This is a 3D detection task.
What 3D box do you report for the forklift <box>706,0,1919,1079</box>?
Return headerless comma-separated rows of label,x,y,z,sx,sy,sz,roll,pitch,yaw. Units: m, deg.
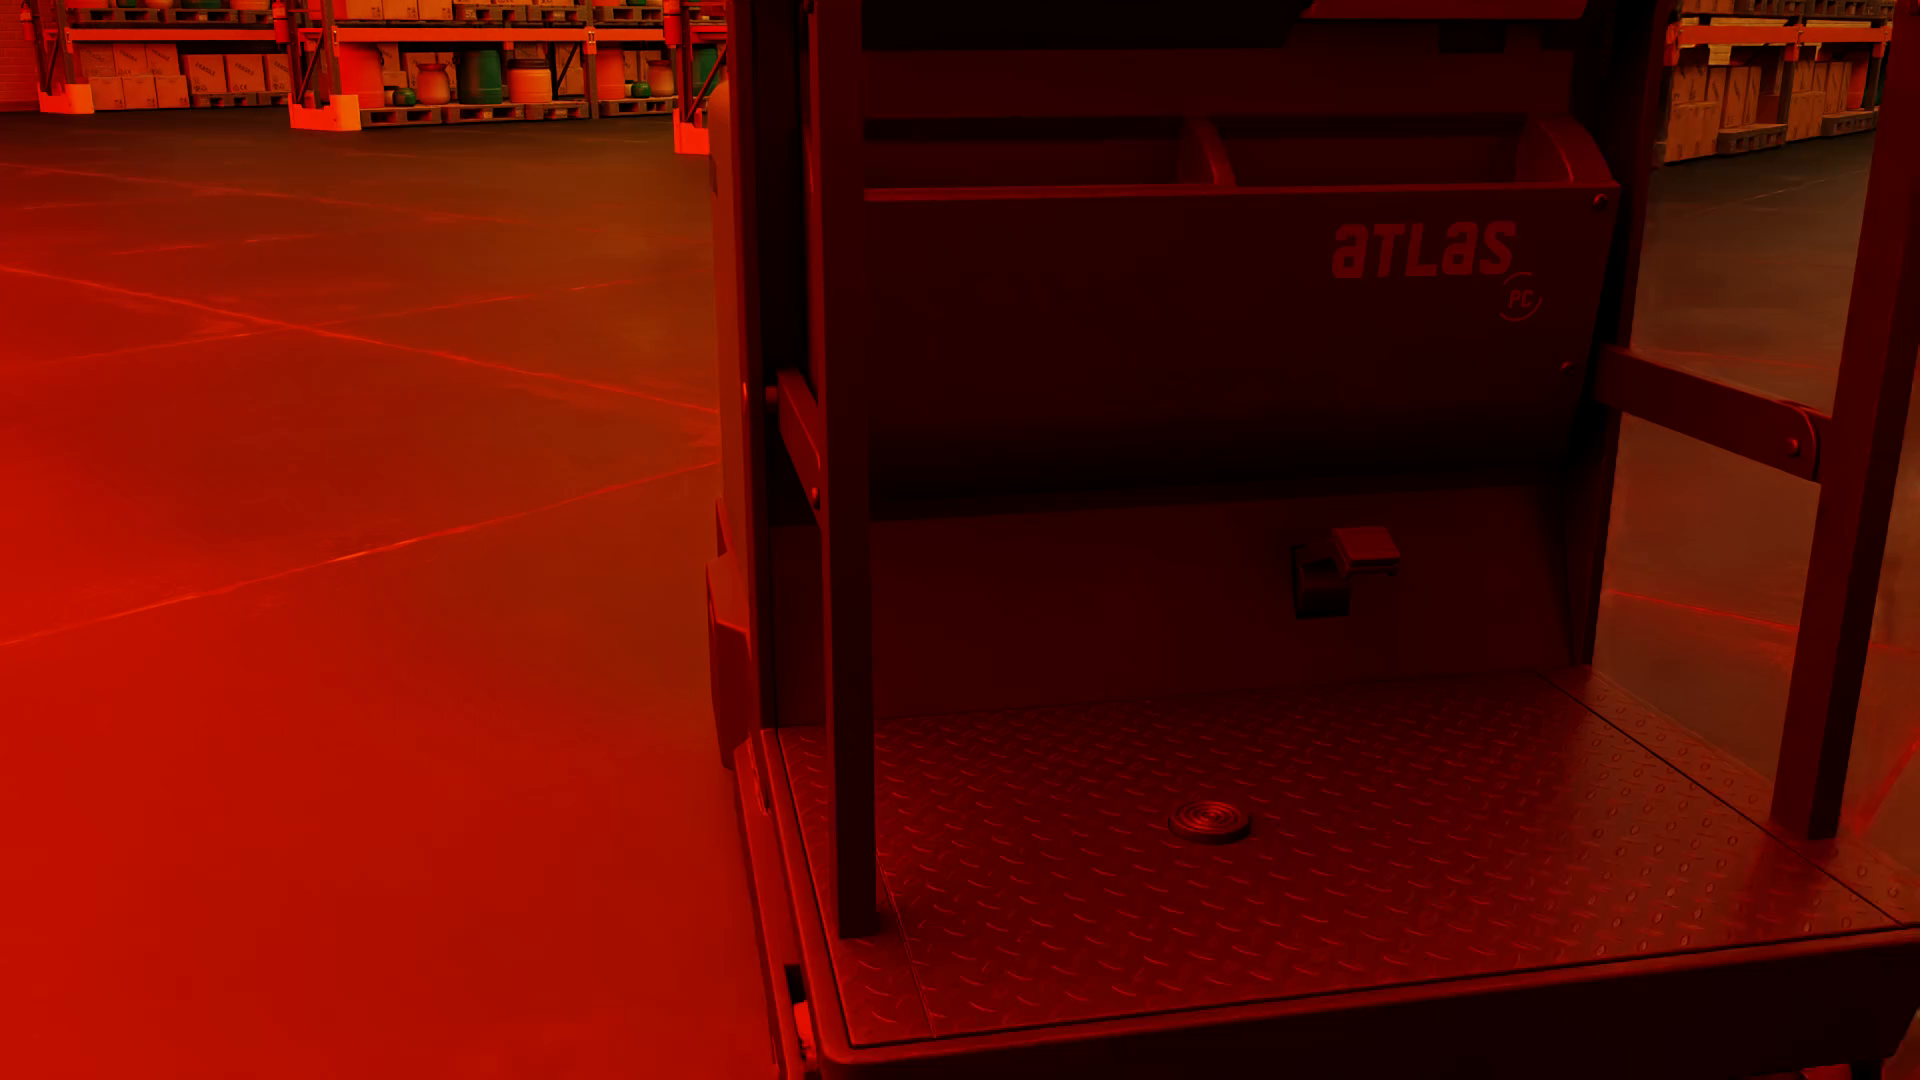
forklift,0.333,-0.807,1.554,1.130,2.935,3.031,-3,17,-11
